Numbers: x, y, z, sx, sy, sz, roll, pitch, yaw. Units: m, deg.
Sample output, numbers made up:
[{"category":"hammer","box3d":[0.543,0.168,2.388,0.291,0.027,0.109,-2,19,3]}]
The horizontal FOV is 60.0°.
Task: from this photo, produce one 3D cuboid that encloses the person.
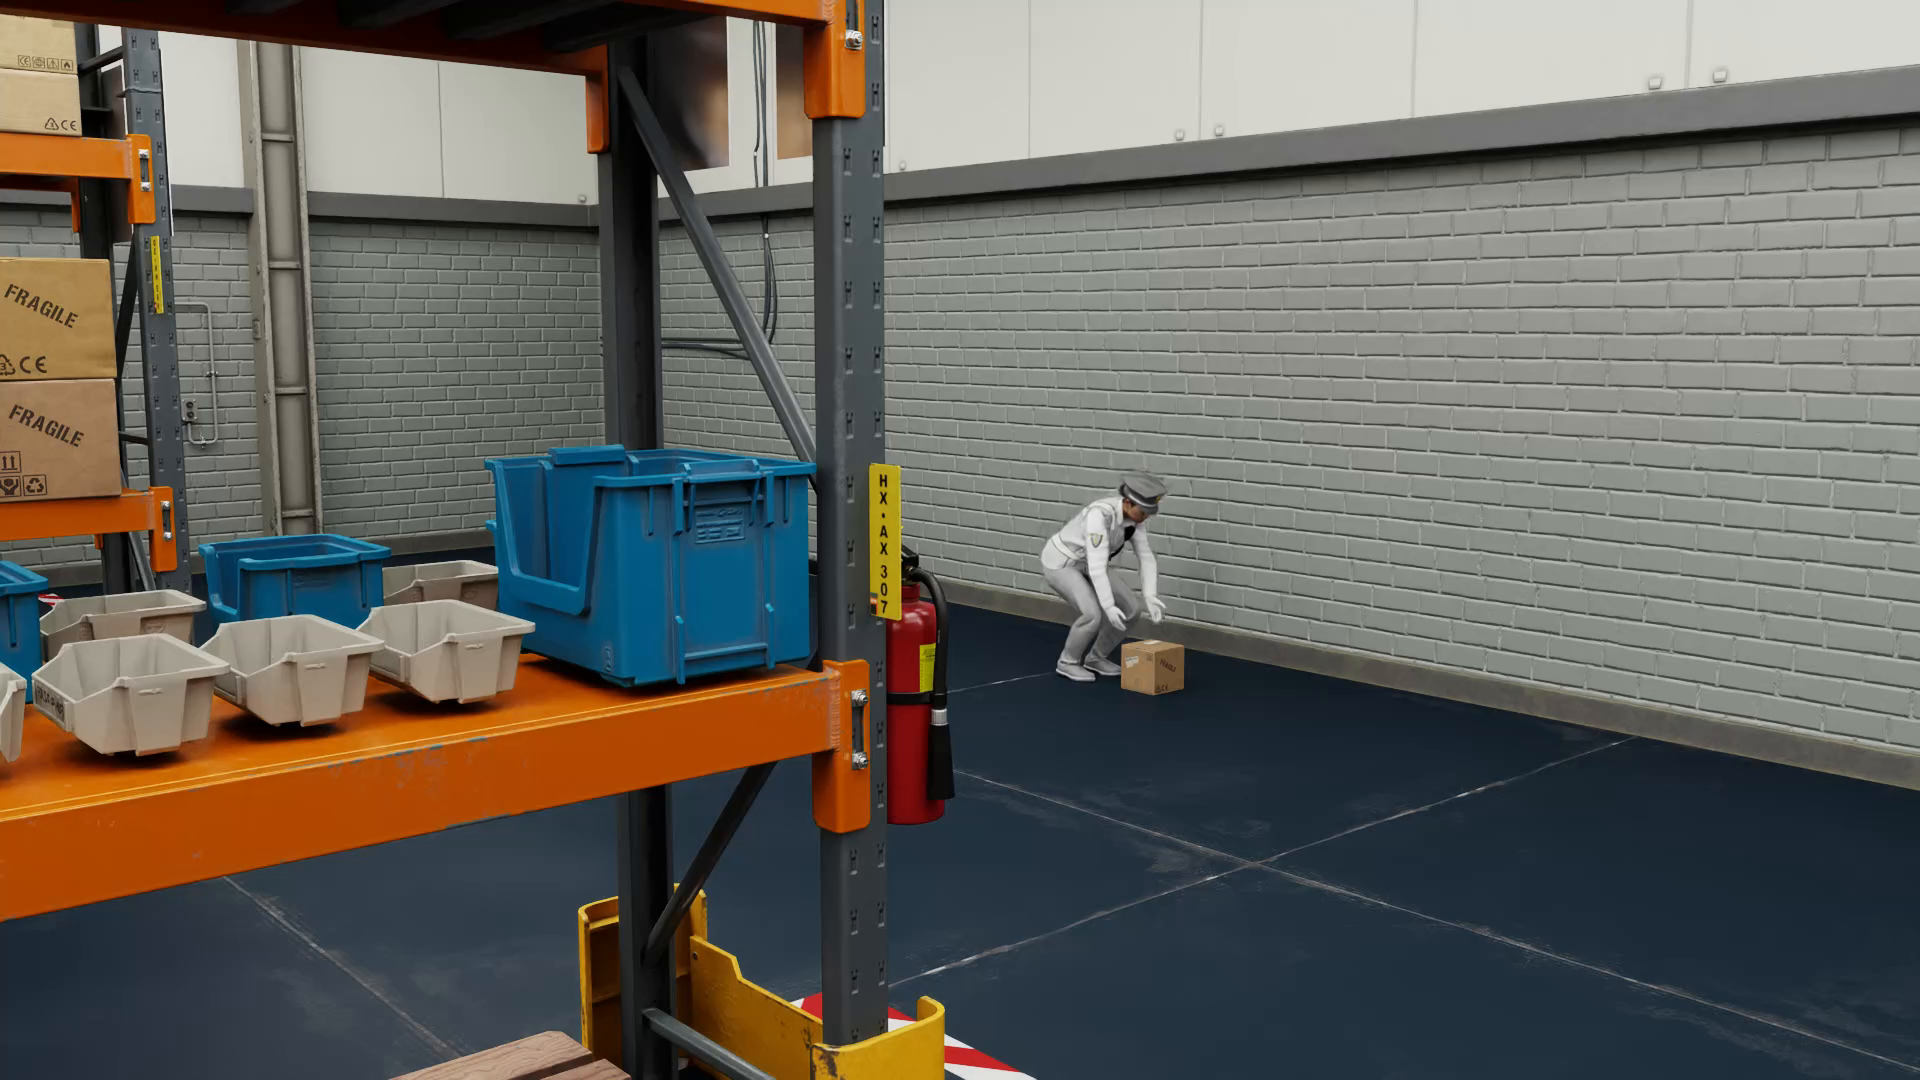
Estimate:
[{"category":"person","box3d":[0.845,0.202,9.542,0.526,1.203,0.787,-7,10,-41]}]
